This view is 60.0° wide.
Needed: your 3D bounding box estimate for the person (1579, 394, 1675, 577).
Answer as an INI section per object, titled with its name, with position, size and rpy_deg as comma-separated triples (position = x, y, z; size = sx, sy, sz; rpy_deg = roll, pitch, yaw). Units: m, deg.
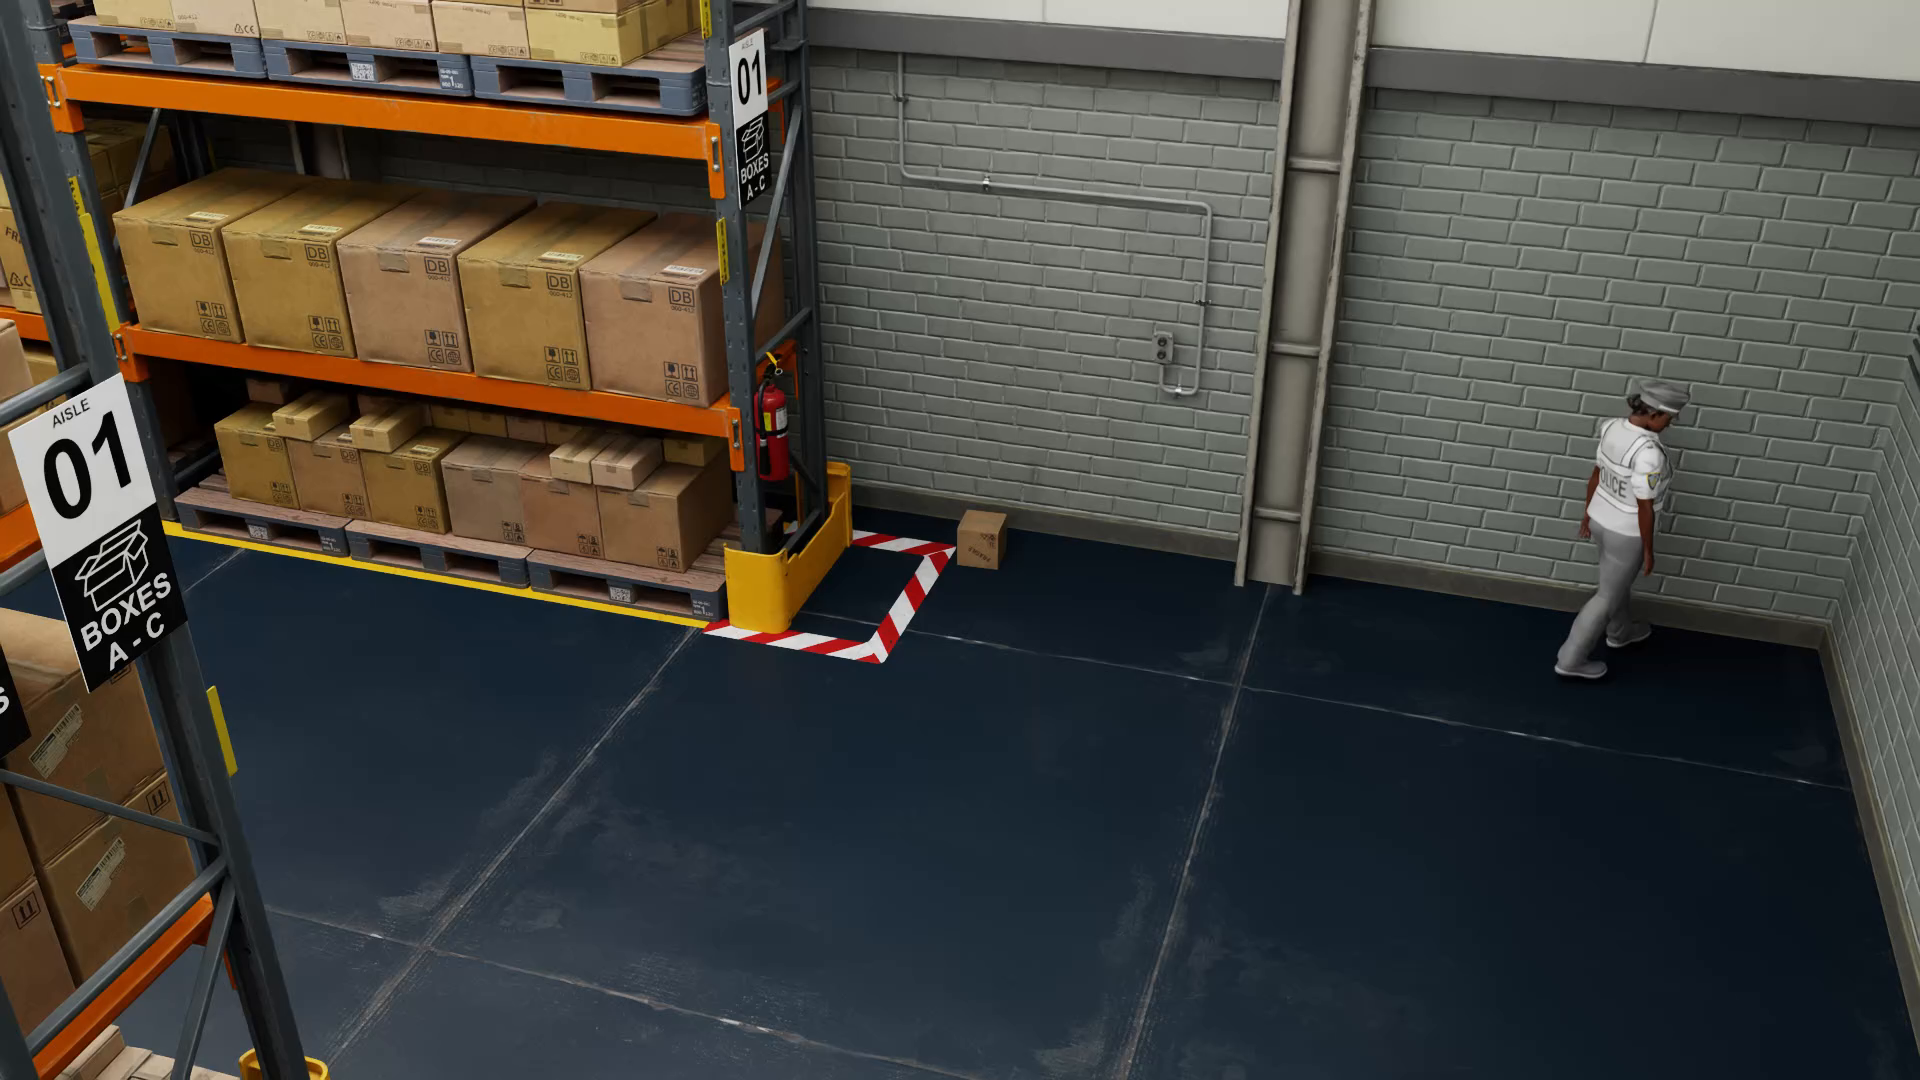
[person]
position = 3.417, -0.331, 8.418
size = 0.329, 0.975, 0.496
rpy_deg = -6, 30, -11
